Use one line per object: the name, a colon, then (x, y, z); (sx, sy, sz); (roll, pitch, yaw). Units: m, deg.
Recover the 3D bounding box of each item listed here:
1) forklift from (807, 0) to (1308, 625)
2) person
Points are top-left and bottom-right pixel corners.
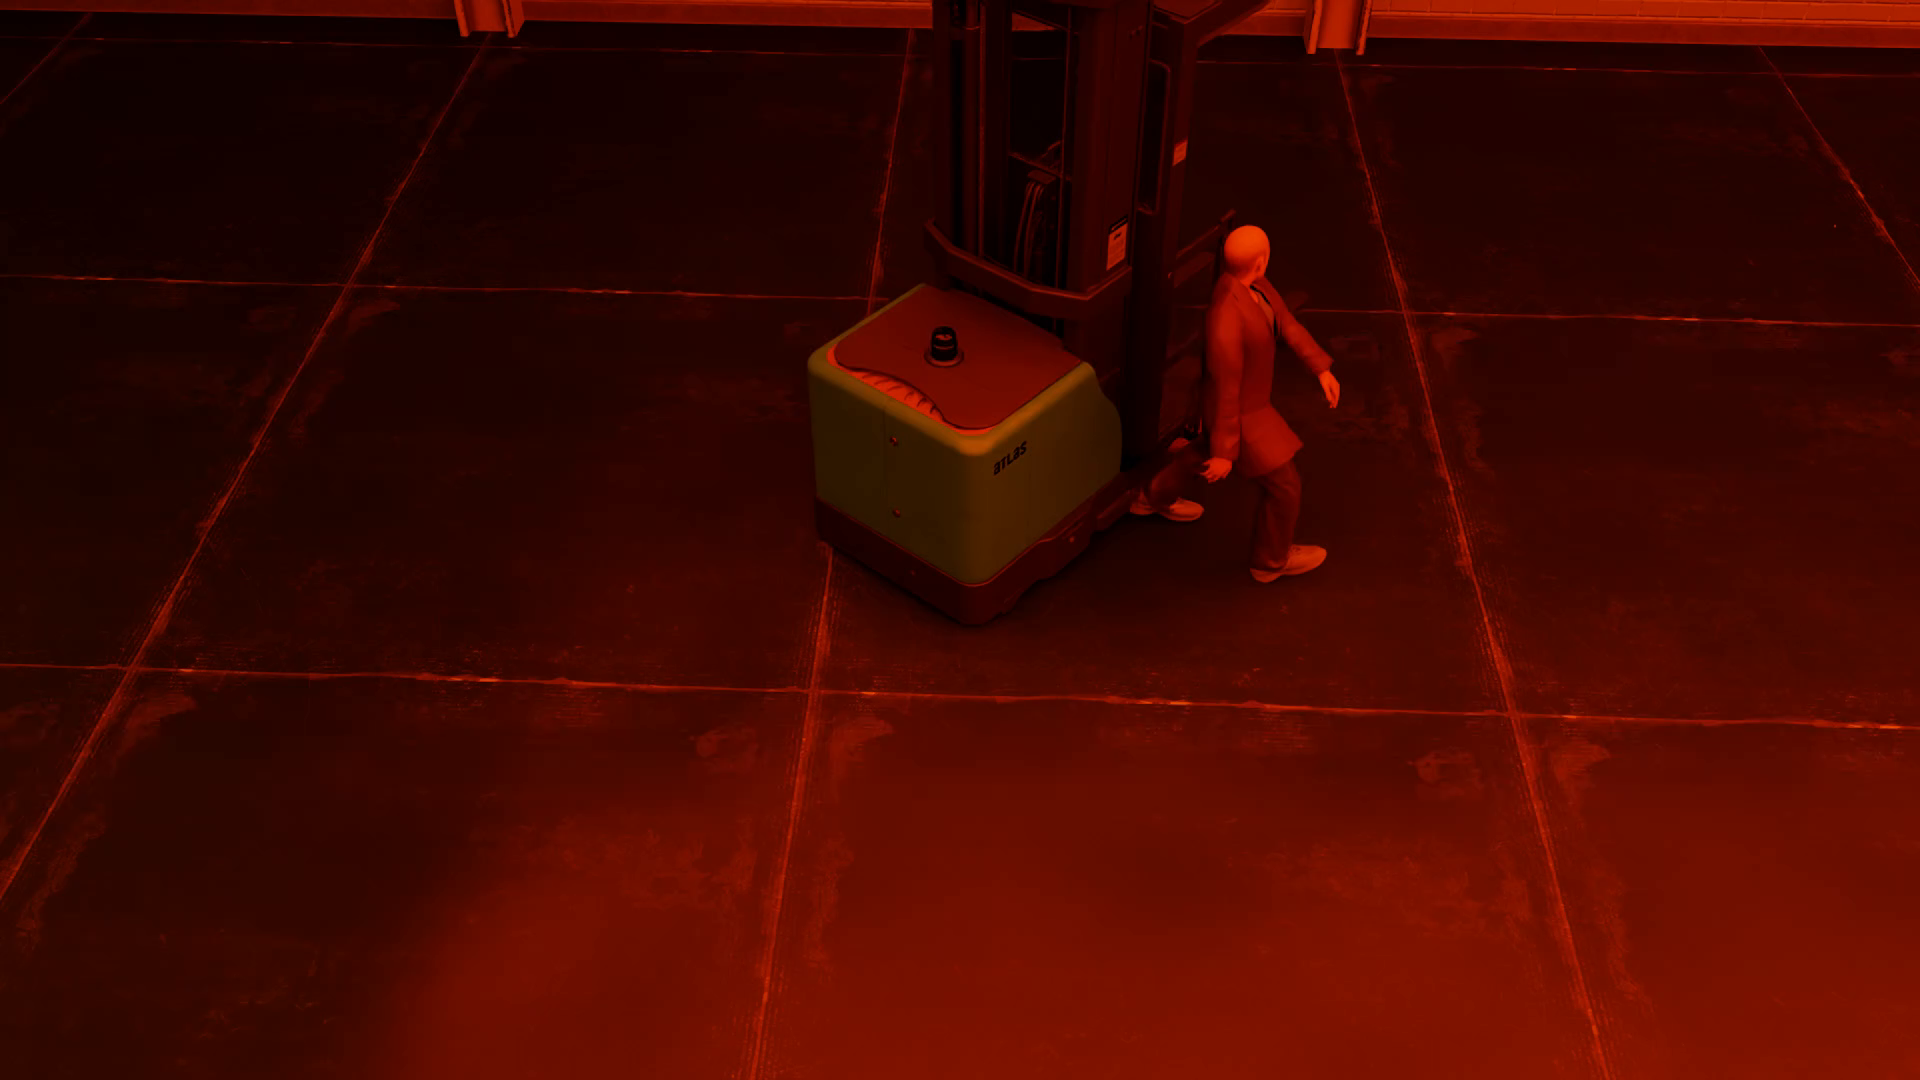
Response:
forklift: (0.659, -1.627, 7.525); (1.130, 2.935, 3.031); (30, 50, 29)
person: (1.234, -0.558, 7.300); (0.913, 1.710, 0.741); (3, 42, 4)
